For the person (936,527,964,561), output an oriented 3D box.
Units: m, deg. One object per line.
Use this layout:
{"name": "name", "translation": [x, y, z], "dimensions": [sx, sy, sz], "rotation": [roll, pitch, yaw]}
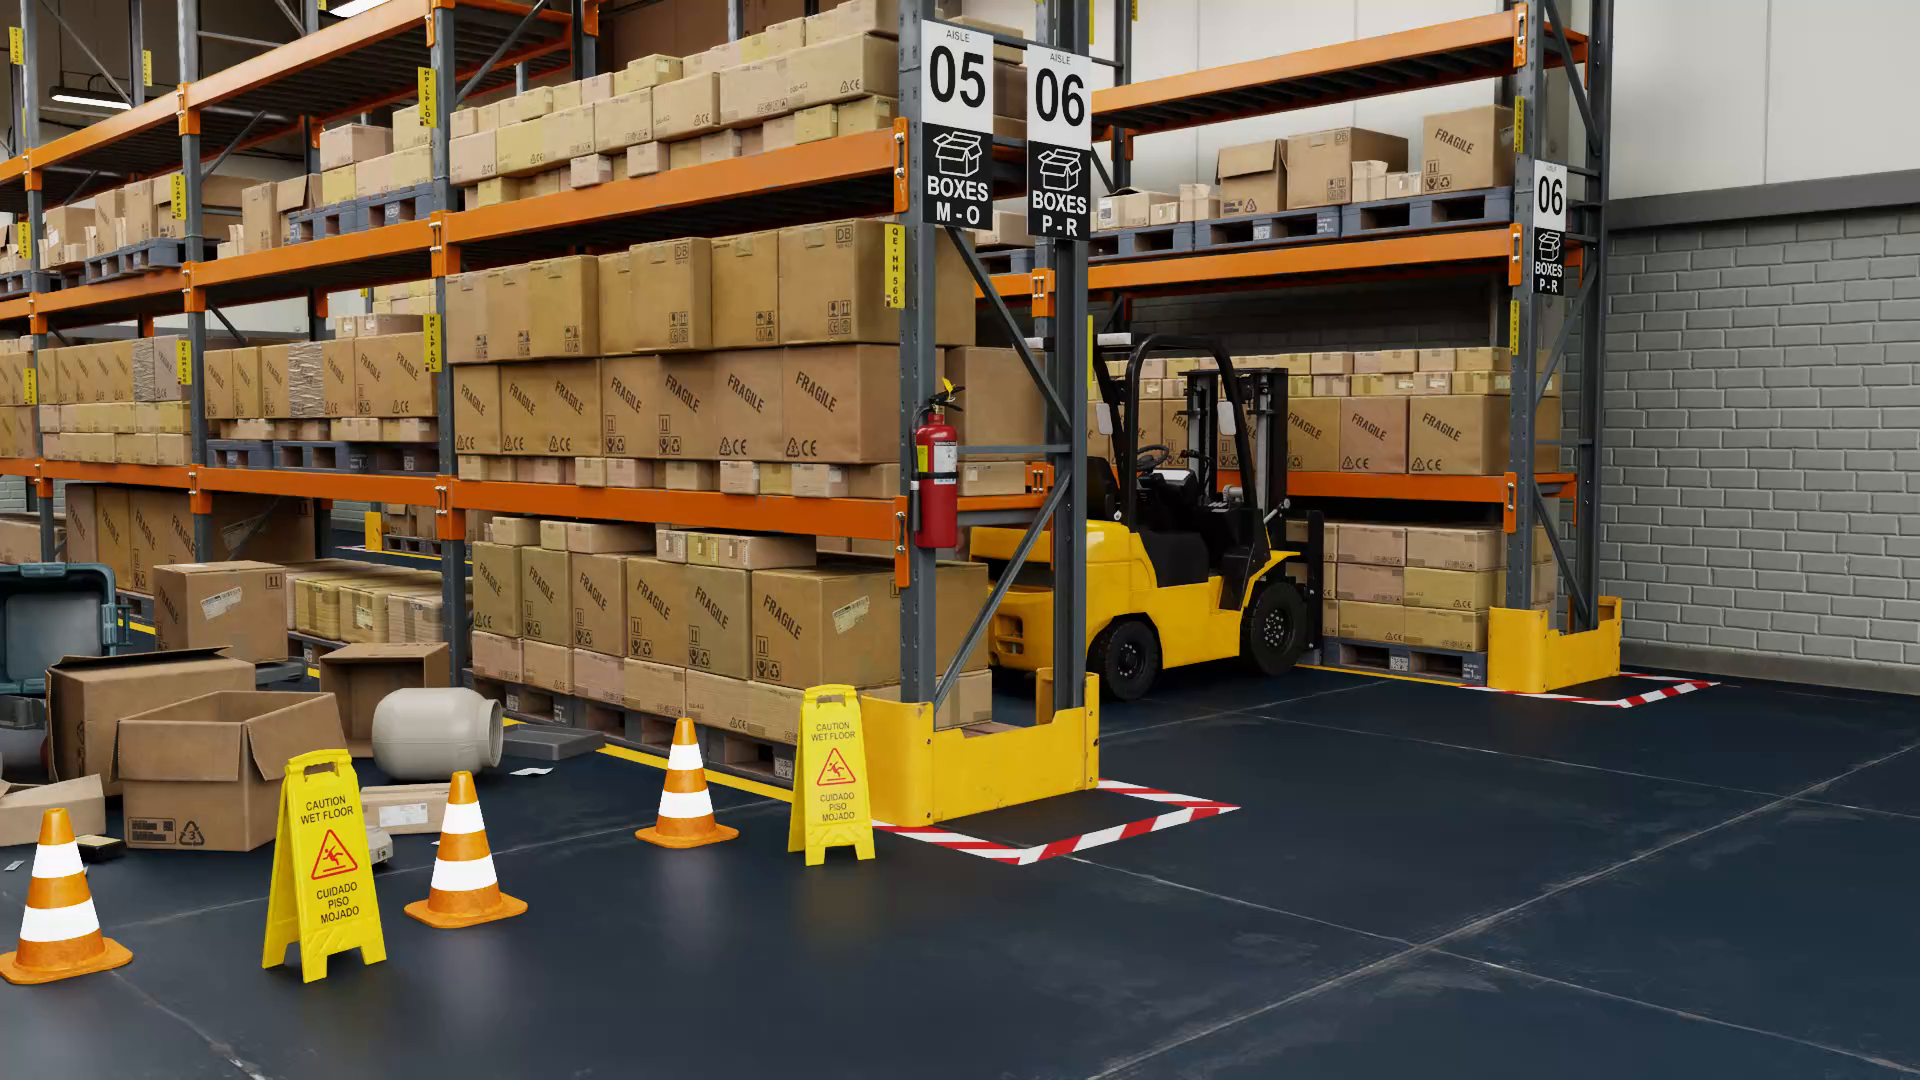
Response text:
{"name": "person", "translation": [-0.233, -0.053, 11.494], "dimensions": [0.578, 1.748, 0.434], "rotation": [4, 5, 44]}
